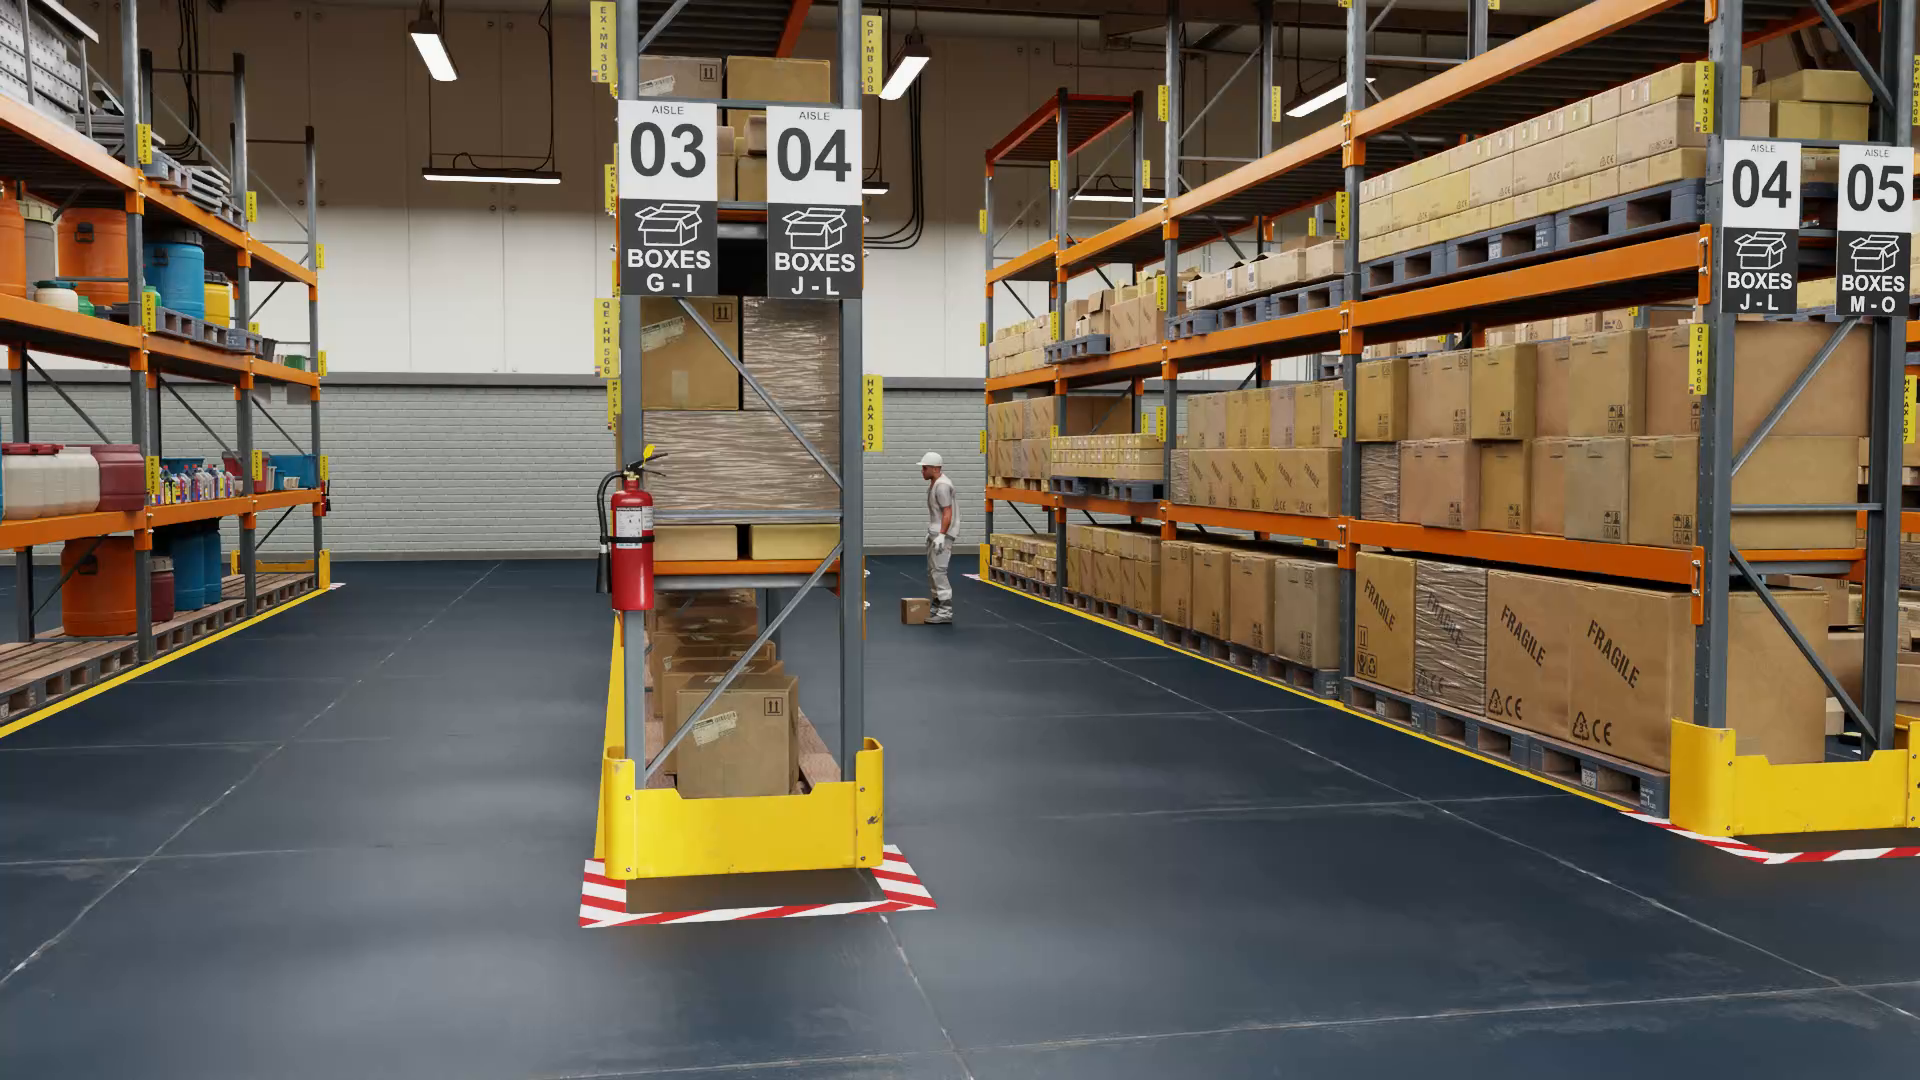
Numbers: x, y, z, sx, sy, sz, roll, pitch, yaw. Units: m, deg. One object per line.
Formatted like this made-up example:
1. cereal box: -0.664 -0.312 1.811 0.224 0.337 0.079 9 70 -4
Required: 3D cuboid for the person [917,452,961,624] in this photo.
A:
1. person: -0.237 -0.024 17.363 0.452 1.778 0.606 -1 3 -11
